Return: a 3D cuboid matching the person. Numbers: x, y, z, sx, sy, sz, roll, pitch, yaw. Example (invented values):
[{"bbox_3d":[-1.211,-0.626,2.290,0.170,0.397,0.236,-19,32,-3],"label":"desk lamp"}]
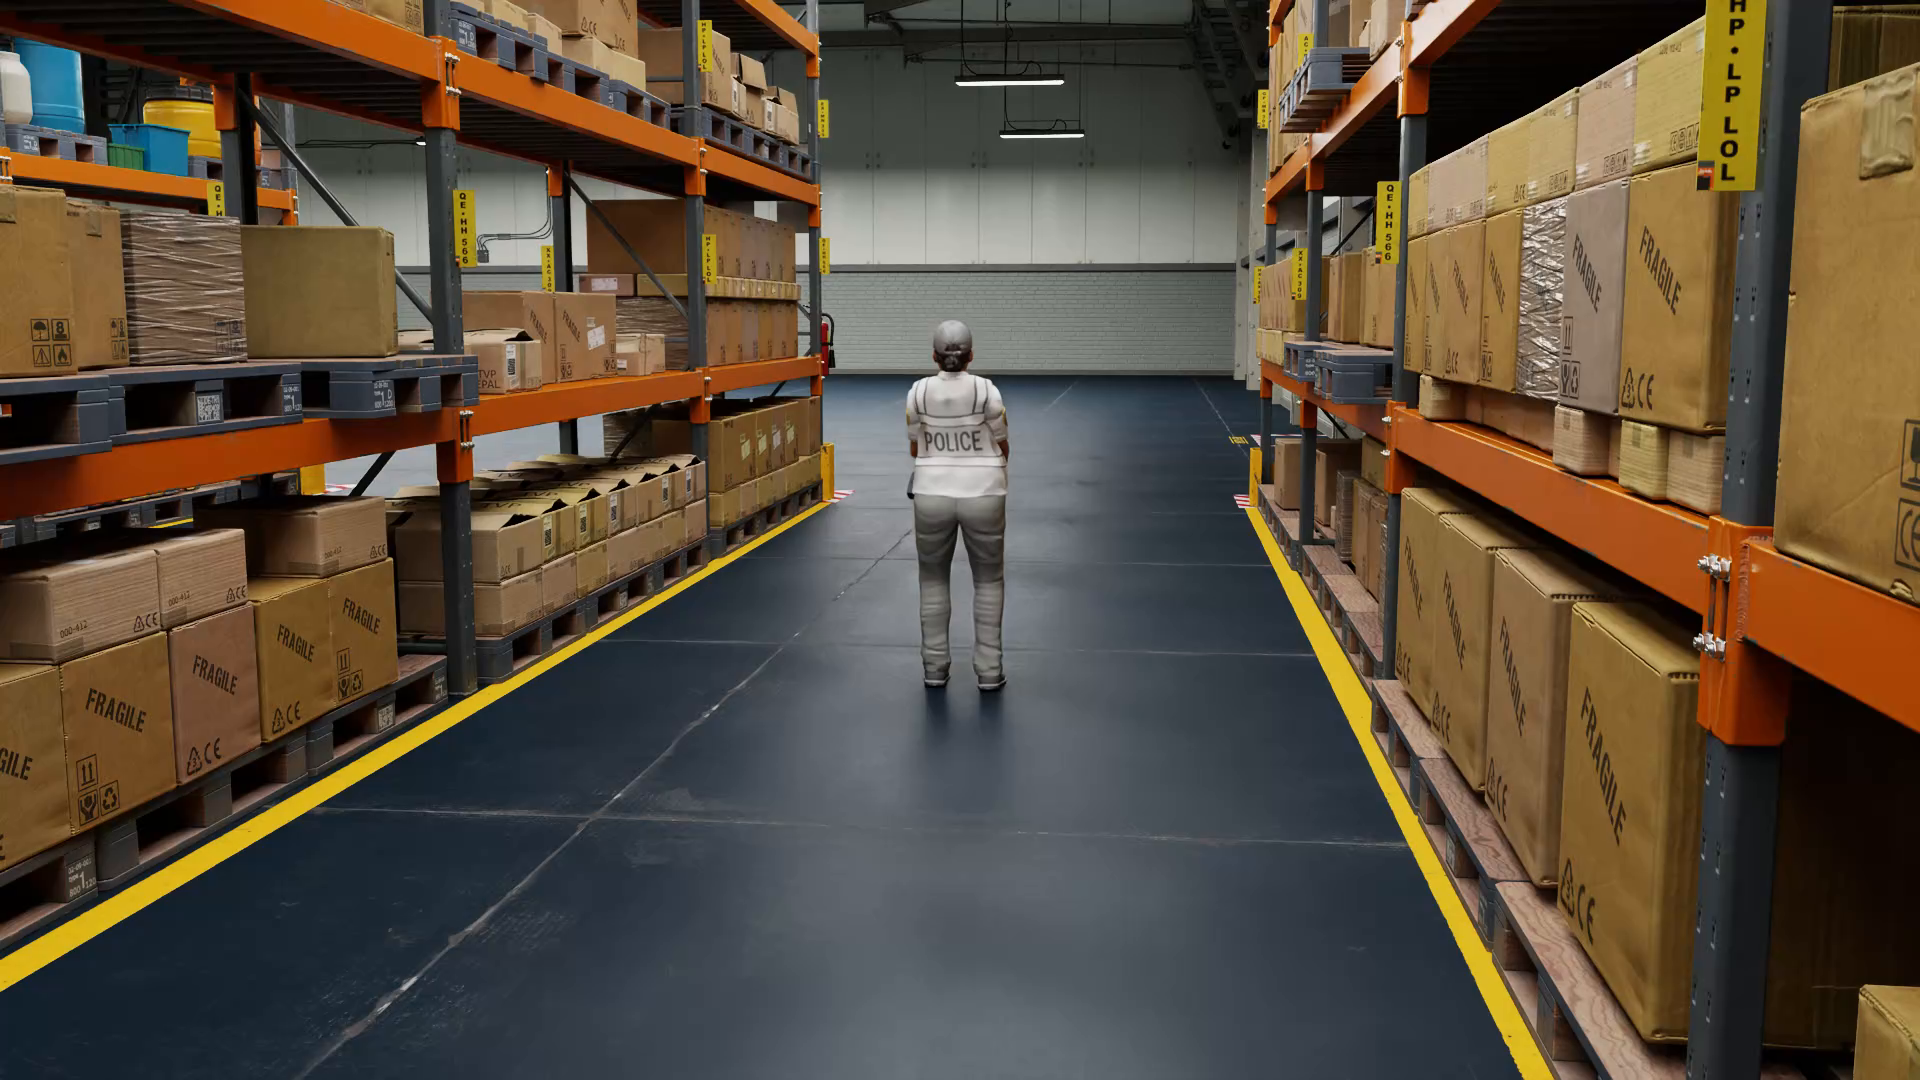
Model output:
[{"bbox_3d":[-0.002,-0.162,7.522,0.453,1.653,0.541,1,8,6],"label":"person"}]
